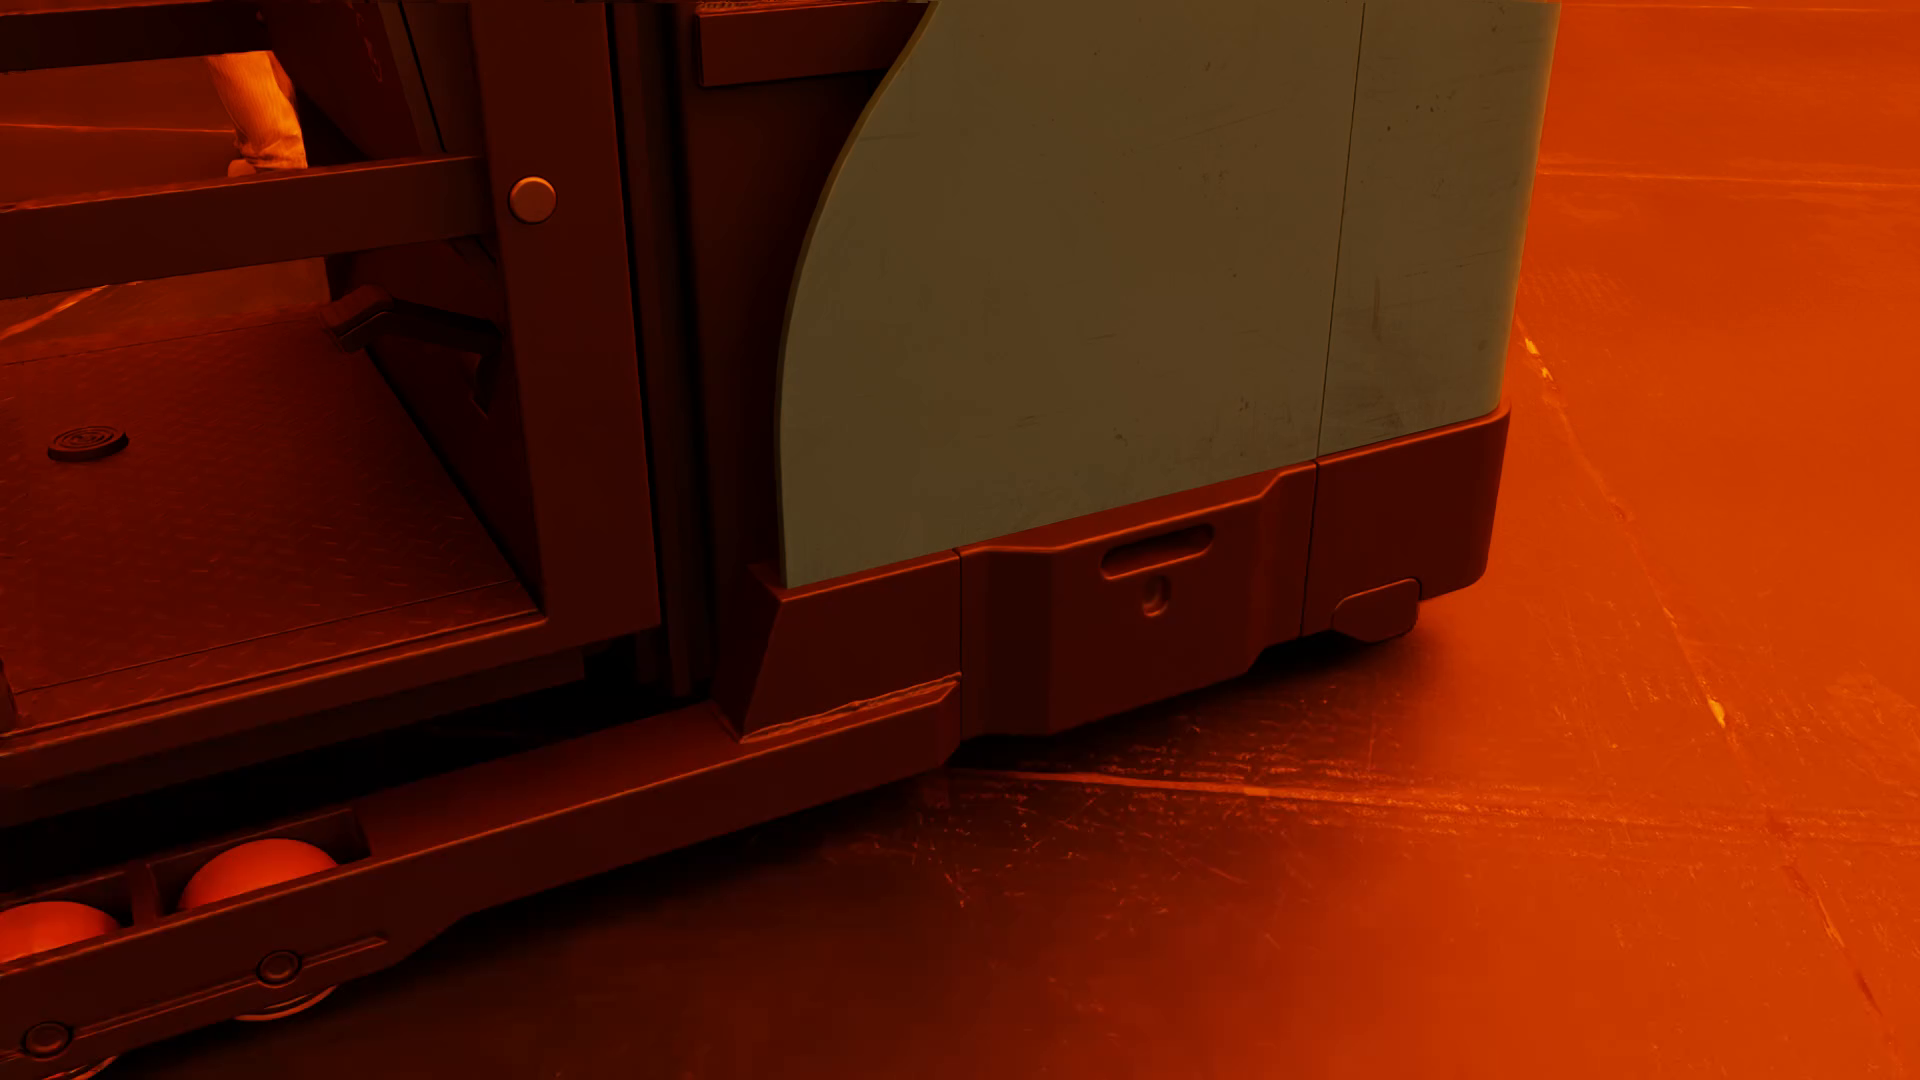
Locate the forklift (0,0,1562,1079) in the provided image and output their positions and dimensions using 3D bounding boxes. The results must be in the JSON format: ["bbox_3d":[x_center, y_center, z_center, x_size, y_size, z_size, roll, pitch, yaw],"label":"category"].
[{"bbox_3d":[-0.821,-1.084,1.389,3.031,2.935,1.130,-14,30,-26],"label":"forklift"}]

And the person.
[{"bbox_3d":[-1.861,-1.777,4.138,0.721,1.764,0.967,21,33,36],"label":"person"}]
